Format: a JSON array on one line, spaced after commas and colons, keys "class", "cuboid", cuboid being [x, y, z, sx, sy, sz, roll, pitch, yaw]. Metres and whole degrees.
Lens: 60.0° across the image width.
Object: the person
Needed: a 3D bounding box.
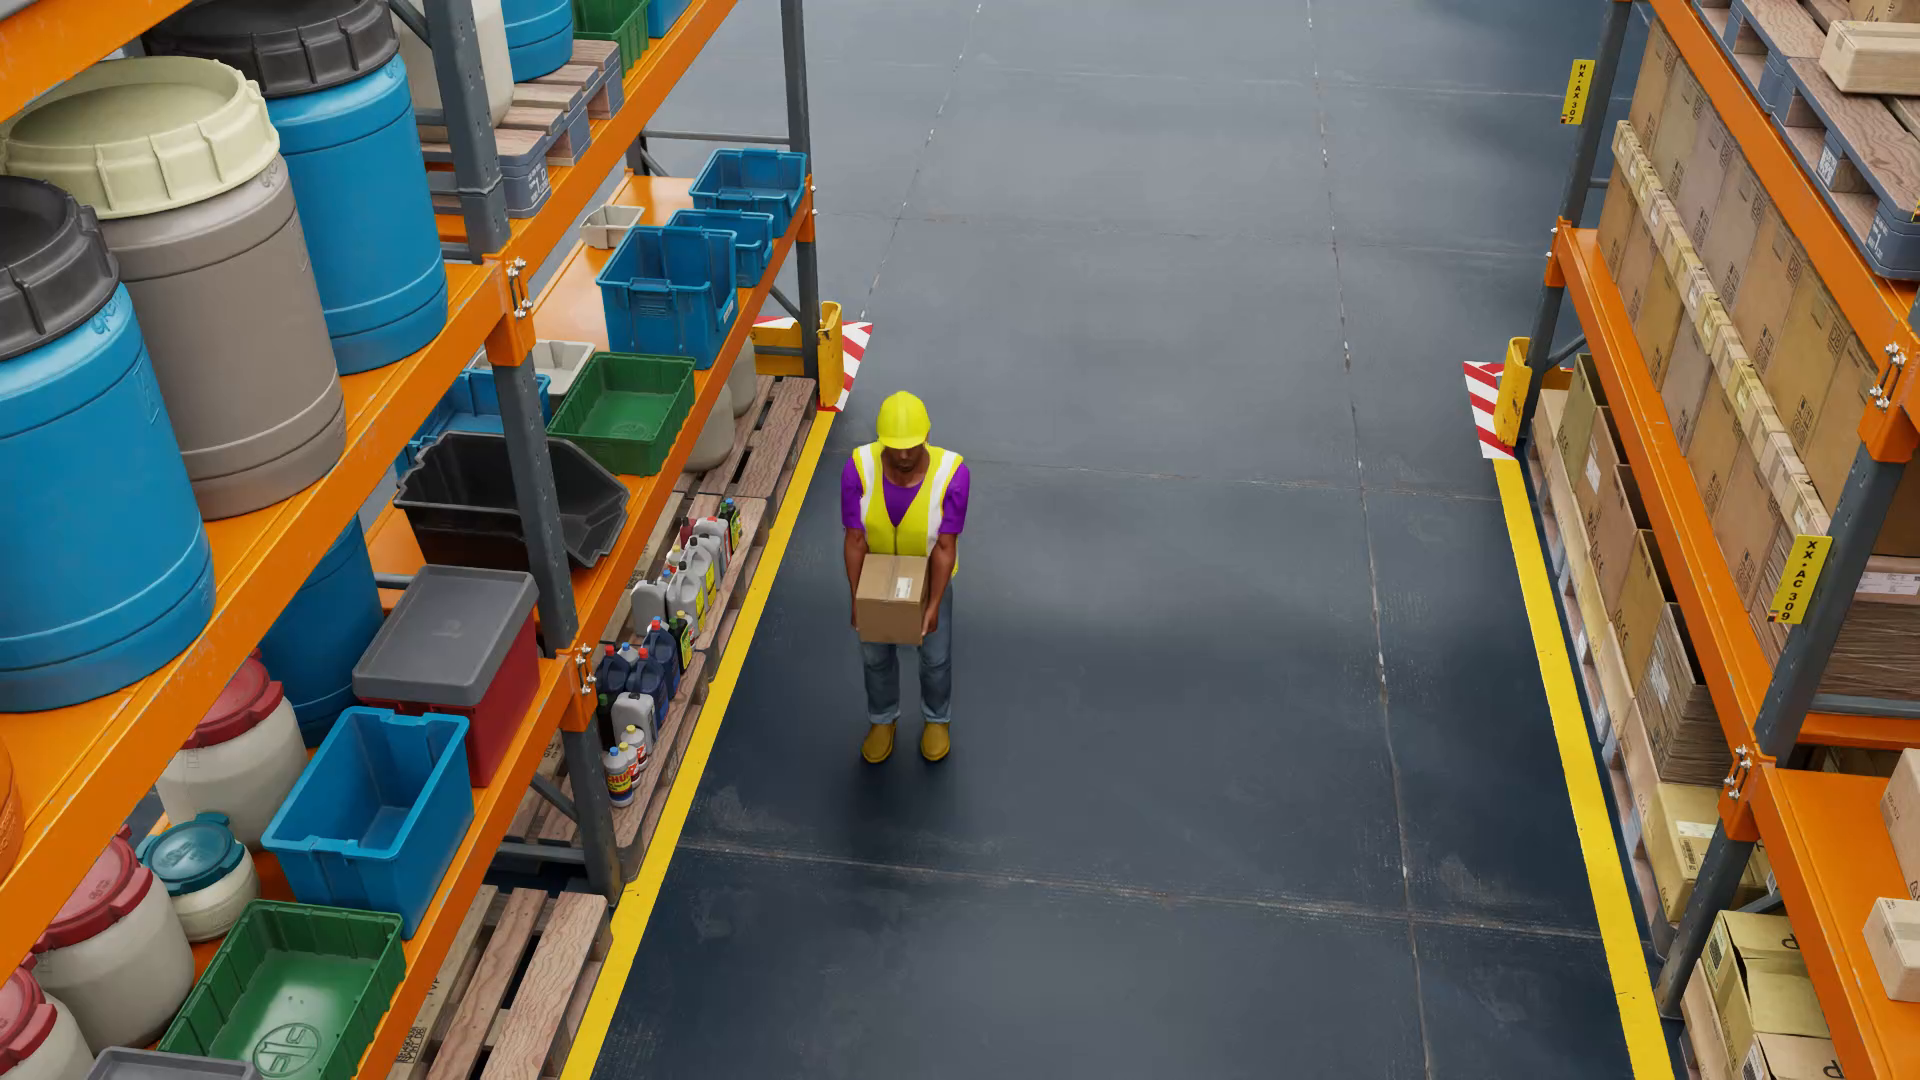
[{"class": "person", "cuboid": [-0.225, 0.198, 6.752, 0.504, 1.758, 0.581, 4, 36, 5]}]
